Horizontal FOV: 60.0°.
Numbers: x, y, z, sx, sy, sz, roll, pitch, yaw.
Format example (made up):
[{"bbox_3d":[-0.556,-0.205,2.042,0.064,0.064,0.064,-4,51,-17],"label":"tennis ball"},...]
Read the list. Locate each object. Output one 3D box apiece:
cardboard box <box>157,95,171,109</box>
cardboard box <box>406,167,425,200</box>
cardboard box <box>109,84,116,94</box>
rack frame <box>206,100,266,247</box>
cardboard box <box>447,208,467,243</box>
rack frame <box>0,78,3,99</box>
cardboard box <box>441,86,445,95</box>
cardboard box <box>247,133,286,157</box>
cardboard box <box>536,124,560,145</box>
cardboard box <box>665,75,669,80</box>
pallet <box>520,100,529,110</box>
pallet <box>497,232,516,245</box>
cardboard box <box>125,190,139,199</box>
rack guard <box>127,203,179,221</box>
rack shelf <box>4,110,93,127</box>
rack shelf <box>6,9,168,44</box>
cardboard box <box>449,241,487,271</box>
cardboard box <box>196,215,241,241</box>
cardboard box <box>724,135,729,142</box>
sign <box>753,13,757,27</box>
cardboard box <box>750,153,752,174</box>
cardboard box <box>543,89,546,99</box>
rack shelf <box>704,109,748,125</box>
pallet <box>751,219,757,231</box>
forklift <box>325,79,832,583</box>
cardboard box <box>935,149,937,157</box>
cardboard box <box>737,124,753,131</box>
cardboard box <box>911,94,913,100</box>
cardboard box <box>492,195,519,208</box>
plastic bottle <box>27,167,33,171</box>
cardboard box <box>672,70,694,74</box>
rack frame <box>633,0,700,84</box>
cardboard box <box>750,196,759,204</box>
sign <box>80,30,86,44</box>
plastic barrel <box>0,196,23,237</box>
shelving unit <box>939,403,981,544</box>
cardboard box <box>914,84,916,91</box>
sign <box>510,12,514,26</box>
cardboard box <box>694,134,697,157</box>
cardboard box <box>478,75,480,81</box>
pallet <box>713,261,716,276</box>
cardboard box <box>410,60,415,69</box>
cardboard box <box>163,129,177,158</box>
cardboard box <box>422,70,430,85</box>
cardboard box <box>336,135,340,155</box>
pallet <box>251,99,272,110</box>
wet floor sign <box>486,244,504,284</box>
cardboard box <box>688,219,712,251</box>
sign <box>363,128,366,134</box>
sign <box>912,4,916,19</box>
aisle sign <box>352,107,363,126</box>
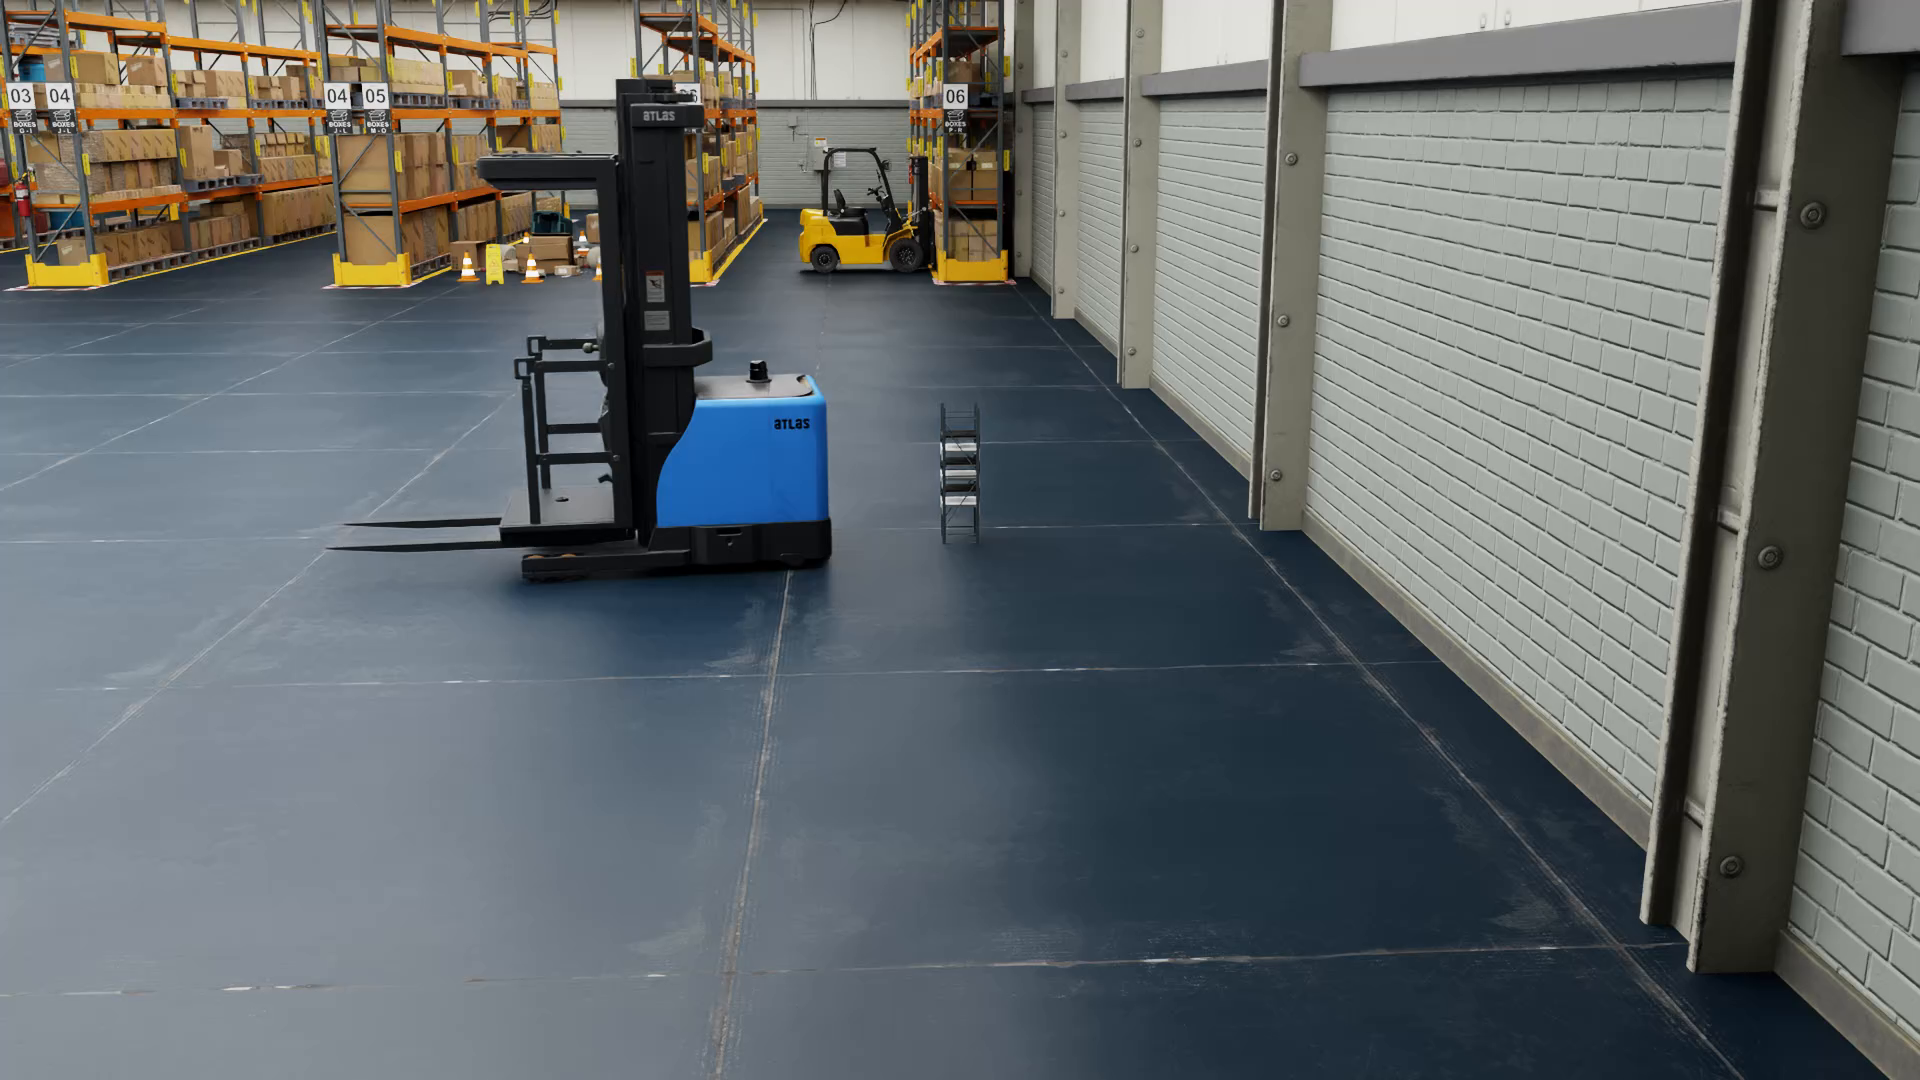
[{"bbox_3d":[-14.589,-7.893,29.966,0.500,0.250,0.500,0,14,-1],"label":"cardboard box"},{"bbox_3d":[-9.707,-6.121,28.496,0.875,0.550,0.550,-1,14,-3],"label":"cardboard box"},{"bbox_3d":[-14.463,-7.597,28.014,0.380,0.149,0.250,-2,15,-6],"label":"cardboard box"},{"bbox_3d":[-15.126,-7.617,34.612,1.000,3.000,0.127,-1,14,-3],"label":"rack frame"},{"bbox_3d":[-10.049,-5.941,31.768,1.050,0.750,0.750,-1,14,-4],"label":"cardboard box"},{"bbox_3d":[-20.069,-10.446,33.568,1.000,3.000,0.127,-1,14,-3],"label":"rack frame"},{"bbox_3d":[-9.579,-8.171,30.206,0.380,0.149,0.250,-1,14,-4],"label":"cardboard box"},{"bbox_3d":[-15.241,-8.663,36.460,0.797,0.503,0.637,0,14,-2],"label":"cardboard box"},{"bbox_3d":[-10.388,-10.225,41.943,0.500,0.500,0.500,-1,14,-5],"label":"cardboard box"},{"bbox_3d":[-5.032,-7.642,27.593,0.380,0.149,0.250,-1,14,-2],"label":"cardboard box"},{"bbox_3d":[-10.485,-9.870,37.725,1.213,0.211,1.003,-1,14,-3],"label":"pallet"},{"bbox_3d":[-10.216,-6.513,35.915,1.003,0.211,1.213,-1,14,-3],"label":"pallet"},{"bbox_3d":[-14.406,-5.955,28.656,0.380,0.149,0.250,-1,14,-3],"label":"cardboard box"},{"bbox_3d":[-20.579,-8.326,42.382,1.175,0.500,0.348,-1,14,-3],"label":"rack guard"},{"bbox_3d":[-20.193,-9.143,35.964,1.077,0.370,4.000,-1,14,-3],"label":"rack shelf"},{"bbox_3d":[-14.754,-8.681,28.155,1.077,0.370,4.000,-1,14,-3],"label":"rack shelf"},{"bbox_3d":[-8.801,-5.094,29.818,0.500,0.500,0.500,2,15,6],"label":"cardboard box"},{"bbox_3d":[-15.017,-6.316,33.687,0.700,0.500,0.500,-2,15,-8],"label":"cardboard box"},{"bbox_3d":[-4.852,-8.078,33.460,0.380,0.149,0.250,-2,15,-6],"label":"cardboard box"},{"bbox_3d":[-5.188,-13.161,42.085,0.100,0.325,0.005,-1,14,-3],"label":"sign"},{"bbox_3d":[-5.277,-9.060,40.017,0.500,0.500,0.500,-1,14,-3],"label":"cardboard box"},{"bbox_3d":[-10.301,-10.790,40.220,0.500,0.250,0.500,-2,15,-6],"label":"cardboard box"},{"bbox_3d":[-5.359,-9.372,36.856,1.077,0.370,4.000,-1,14,-3],"label":"rack shelf"},{"bbox_3d":[-5.452,-7.605,40.160,1.003,0.211,1.213,-1,14,-3],"label":"pallet"},{"bbox_3d":[-2.368,-1.303,10.208,3.031,2.935,1.130,-2,15,-10],"label":"forklift"},{"bbox_3d":[-0.265,-7.083,30.437,0.380,0.149,0.250,-1,14,-2],"label":"cardboard box"},{"bbox_3d":[-5.394,-10.332,41.653,0.380,0.149,0.250,-1,14,-2],"label":"cardboard box"},{"bbox_3d":[-0.950,-10.994,41.418,0.500,0.250,0.500,-1,14,-5],"label":"cardboard box"},{"bbox_3d":[-10.019,-7.449,36.628,0.500,0.250,0.500,-1,14,-3],"label":"cardboard box"},{"bbox_3d":[-20.611,-8.124,36.832,0.152,0.276,0.135,-1,14,-3],"label":"plastic bottle"},{"bbox_3d":[-5.150,-8.743,31.423,0.500,0.250,0.500,-1,14,-2],"label":"cardboard box"},{"bbox_3d":[-4.739,-8.686,26.727,1.000,3.000,0.127,-1,14,-3],"label":"rack frame"},{"bbox_3d":[-5.590,-8.560,42.575,0.875,0.438,0.875,-1,14,-5],"label":"cardboard box"},{"bbox_3d":[-19.768,-11.348,37.491,0.100,0.325,0.005,-1,14,-3],"label":"sign"},{"bbox_3d":[-20.116,-6.815,35.005,0.600,0.830,0.708,-1,14,-3],"label":"plastic barrel"},{"bbox_3d":[-0.001,-0.438,10.922,0.258,0.900,0.210,-1,14,-3],"label":"shelving unit"},{"bbox_3d":[-0.845,-10.296,37.867,0.380,0.149,0.250,-1,14,-4],"label":"cardboard box"},{"bbox_3d":[-11.206,-13.046,41.639,0.100,0.325,0.005,-1,14,-3],"label":"sign"},{"bbox_3d":[-5.166,-7.212,30.233,0.700,0.500,0.500,-1,14,-3],"label":"cardboard box"},{"bbox_3d":[-10.554,-9.957,35.948,0.396,0.266,0.258,-1,14,-3],"label":"cardboard box"},{"bbox_3d":[-4.759,-4.652,28.682,1.003,0.211,1.213,-1,14,-3],"label":"pallet"},{"bbox_3d":[-9.454,-8.052,28.143,0.380,0.149,0.250,-1,14,-4],"label":"cardboard box"},{"bbox_3d":[-14.575,-7.192,30.153,0.500,0.500,0.500,-1,14,-3],"label":"cardboard box"},{"bbox_3d":[-9.574,-8.081,29.056,0.500,0.250,0.500,-1,14,-4],"label":"cardboard box"},{"bbox_3d":[-15.329,-9.924,41.778,0.500,0.500,0.500,-1,14,-3],"label":"cardboard box"},{"bbox_3d":[-15.218,-9.138,34.881,1.213,0.211,1.003,0,14,-1],"label":"pallet"},{"bbox_3d":[-7.695,-4.562,27.464,0.267,0.644,0.232,-3,15,-13],"label":"wet floor sign"},{"bbox_3d":[-4.515,-5.226,28.490,0.500,0.500,0.500,-1,14,-5],"label":"cardboard box"},{"bbox_3d":[-15.079,-10.287,42.190,0.100,0.325,0.005,-1,14,-3],"label":"sign"},{"bbox_3d":[-1.071,-12.235,38.486,0.100,0.325,0.005,-1,14,-3],"label":"sign"},{"bbox_3d":[-15.326,-10.889,42.109,0.394,0.787,0.004,-1,14,-3],"label":"aisle sign"}]
